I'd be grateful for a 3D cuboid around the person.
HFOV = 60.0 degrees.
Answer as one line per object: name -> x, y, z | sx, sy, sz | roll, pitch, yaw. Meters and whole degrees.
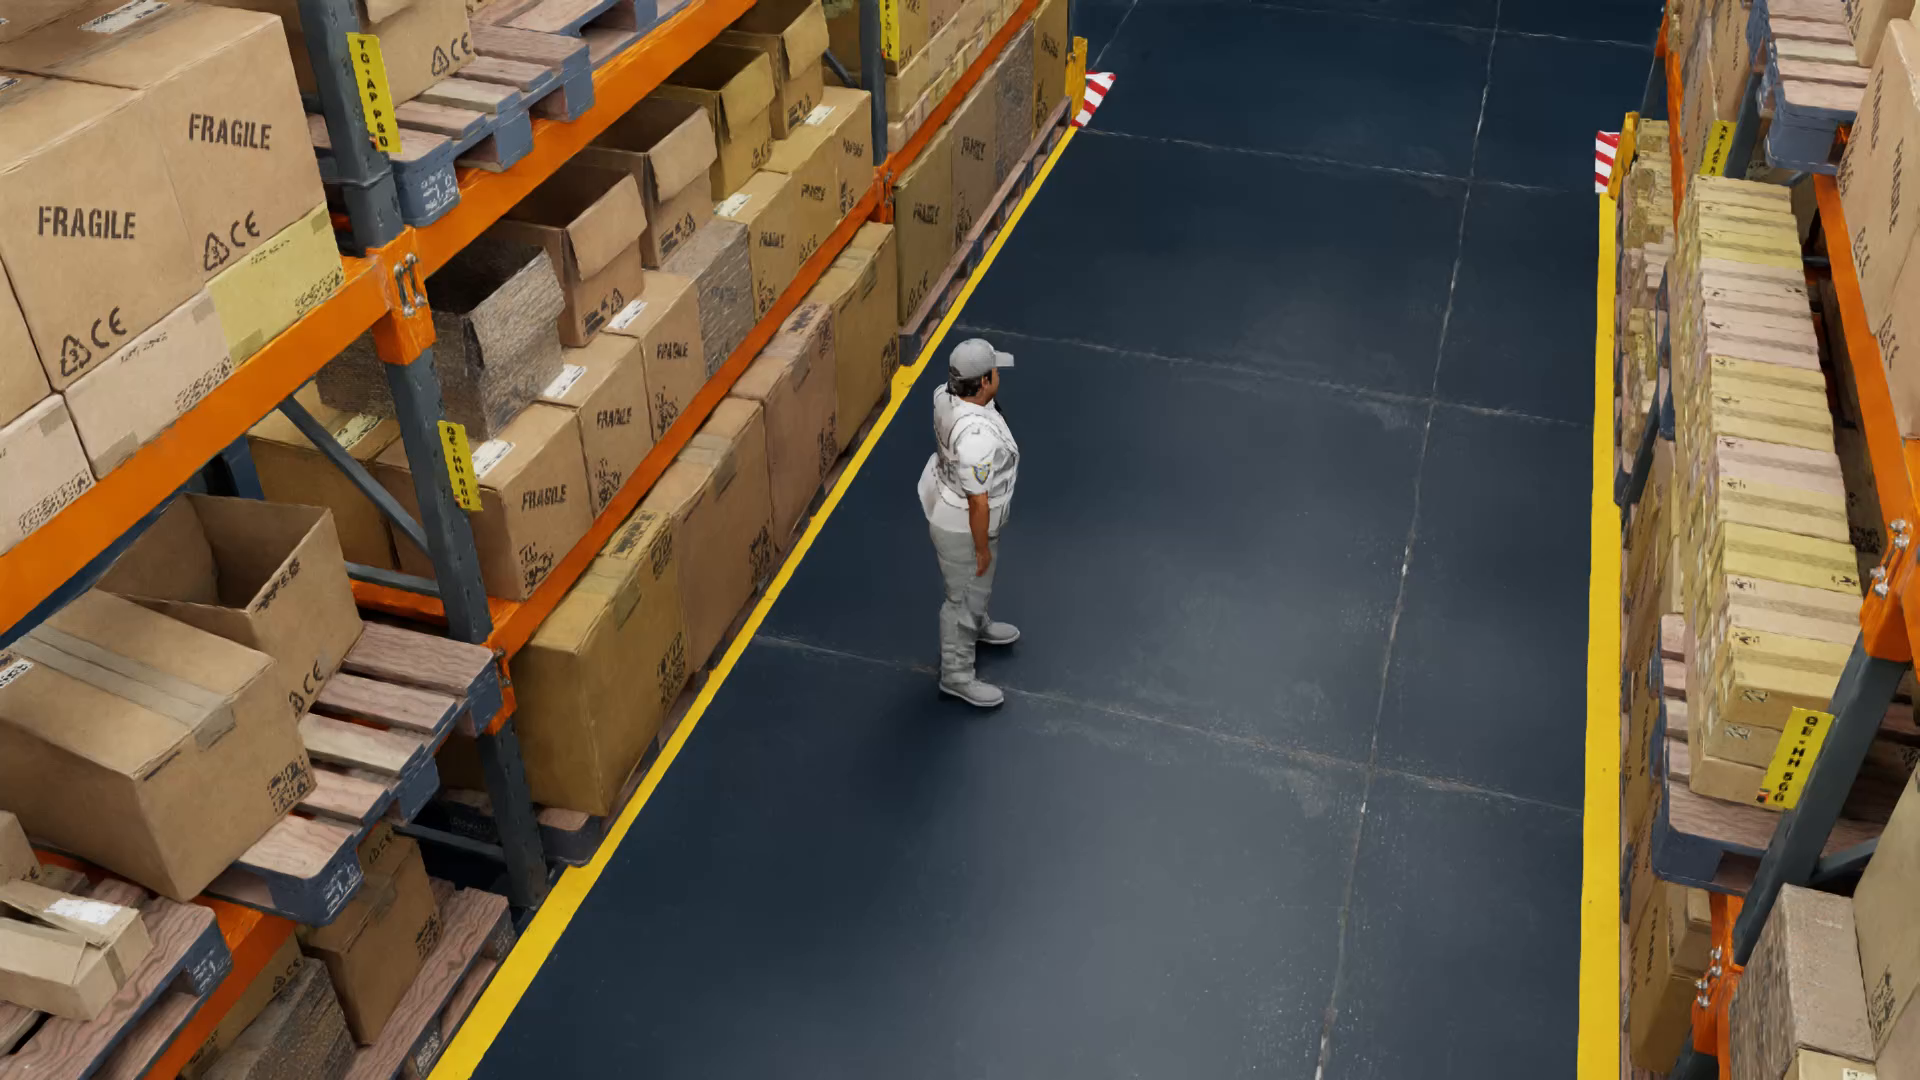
person -> 0.071, -0.091, 6.970 | 0.462, 1.673, 0.546 | -7, 38, -9
